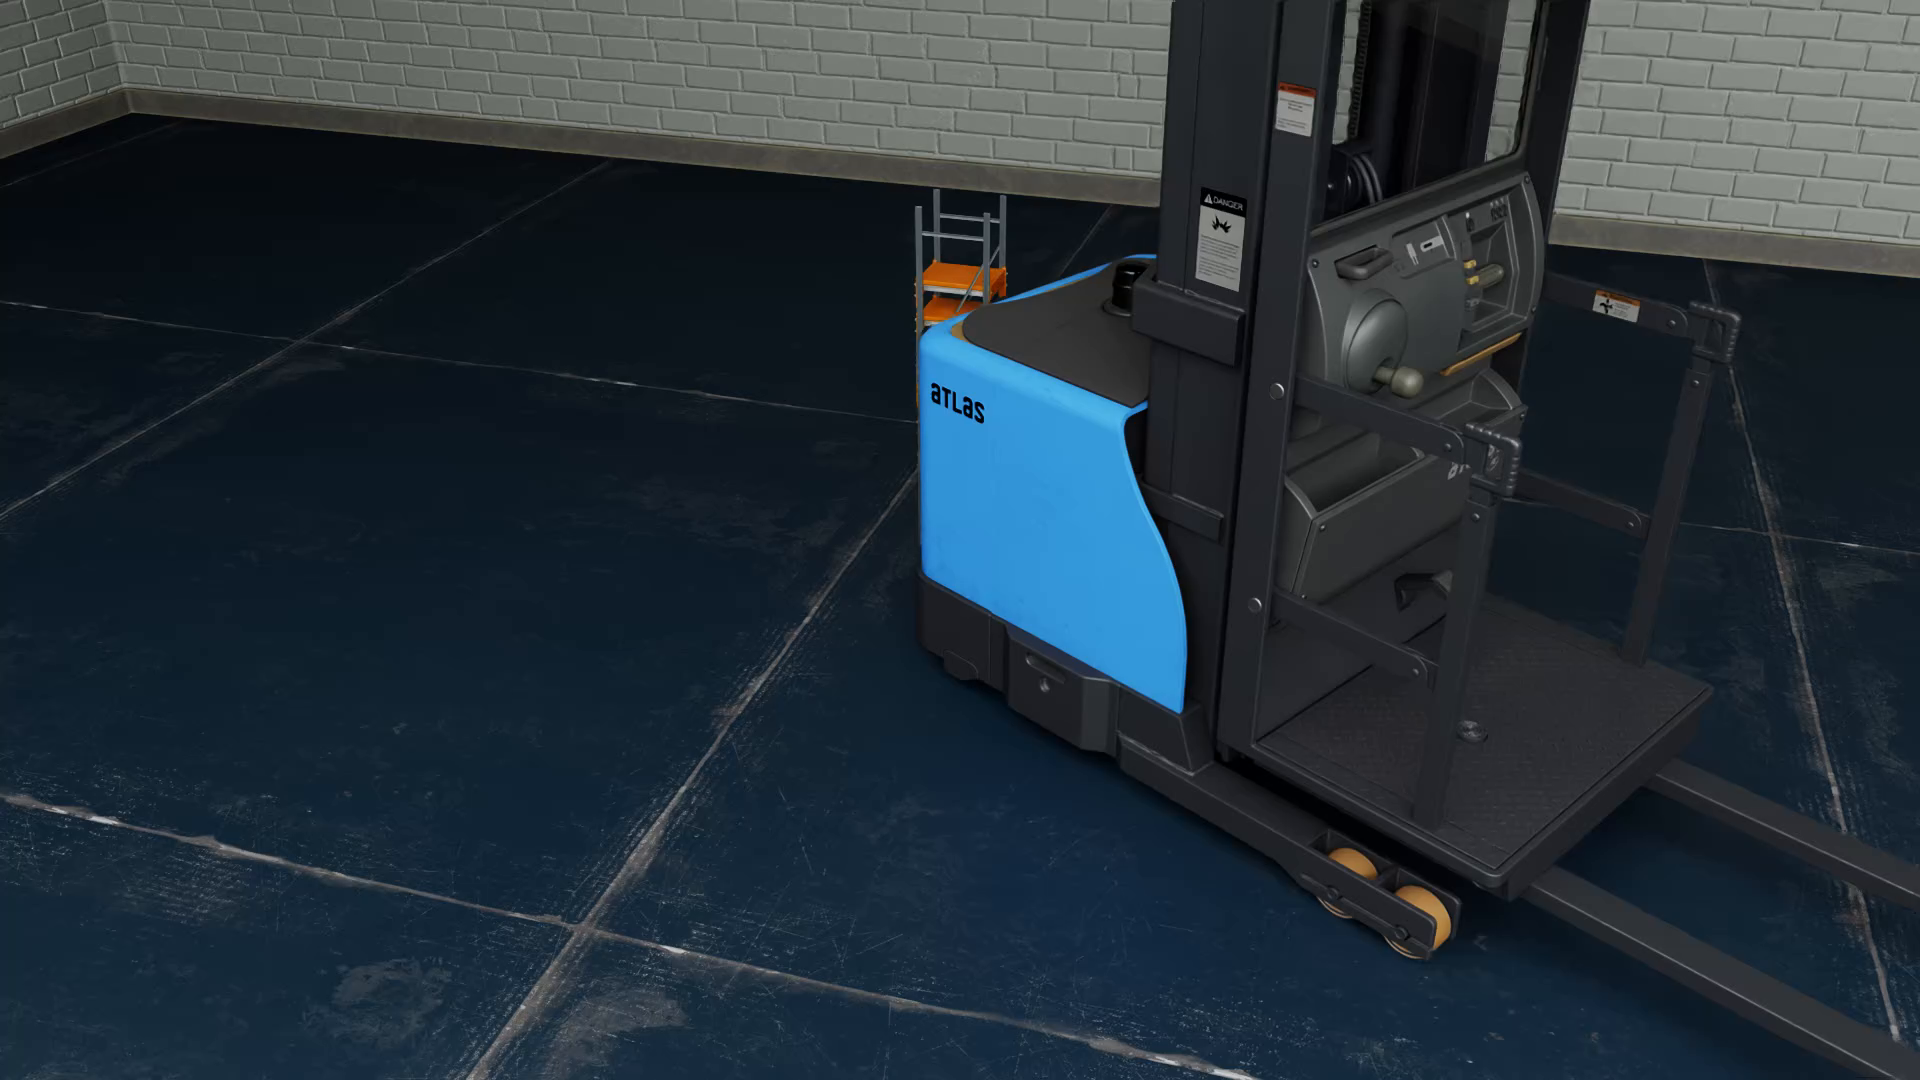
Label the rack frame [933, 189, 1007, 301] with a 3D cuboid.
[{"bbox_3d":[0.031,-0.574,5.547,0.240,1.200,0.006,8,30,15],"label":"rack frame"}]

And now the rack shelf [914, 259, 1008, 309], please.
[{"bbox_3d":[0.004,-0.807,5.317,0.258,0.103,0.180,8,30,15],"label":"rack shelf"}]

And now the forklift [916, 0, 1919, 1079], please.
[{"bbox_3d":[1.249,-0.570,3.760,1.130,2.935,3.031,-25,38,-37],"label":"forklift"}]

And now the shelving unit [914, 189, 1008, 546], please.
[{"bbox_3d":[0.004,-0.531,5.470,0.258,1.200,0.189,8,30,15],"label":"shelving unit"}]

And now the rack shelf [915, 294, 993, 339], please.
[{"bbox_3d":[0.004,-0.702,5.375,0.258,0.103,0.180,8,30,15],"label":"rack shelf"}]

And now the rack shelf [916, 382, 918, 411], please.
[{"bbox_3d":[0.004,-0.492,5.492,0.258,0.103,0.180,8,30,15],"label":"rack shelf"}]

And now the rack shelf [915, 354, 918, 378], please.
[{"bbox_3d":[0.004,-0.597,5.434,0.258,0.103,0.180,8,30,15],"label":"rack shelf"}]

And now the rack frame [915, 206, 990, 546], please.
[{"bbox_3d":[-0.023,-0.489,5.394,0.240,1.200,0.006,8,30,15],"label":"rack frame"}]

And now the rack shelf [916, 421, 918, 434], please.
[{"bbox_3d":[0.004,-0.387,5.550,0.258,0.103,0.180,8,30,15],"label":"rack shelf"}]

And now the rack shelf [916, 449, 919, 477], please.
[{"bbox_3d":[0.004,-0.282,5.609,0.258,0.103,0.180,8,30,15],"label":"rack shelf"}]
